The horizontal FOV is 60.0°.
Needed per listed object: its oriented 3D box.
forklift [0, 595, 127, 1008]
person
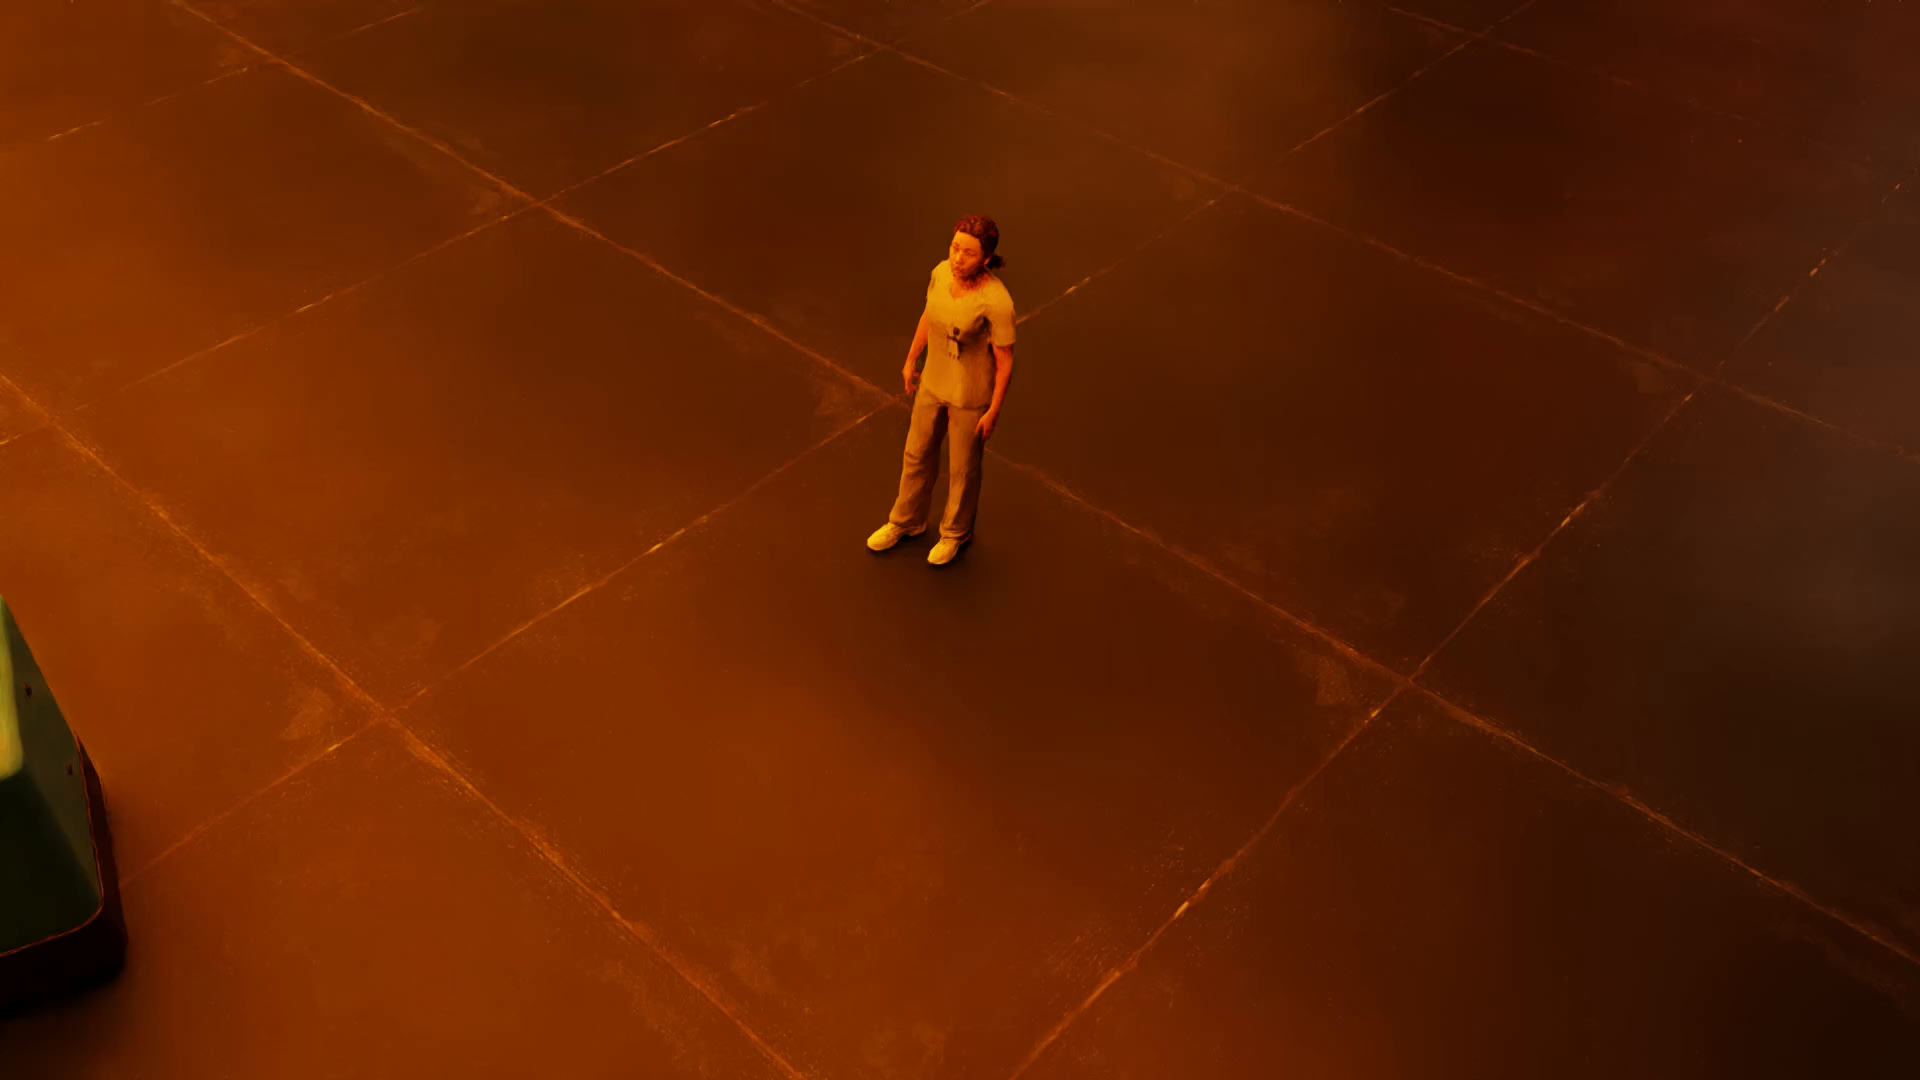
[{"bbox_3d":[-4.502,0.574,4.759,3.031,2.935,1.130,-19,44,-21],"label":"forklift"},{"bbox_3d":[-0.060,-0.612,7.095,0.550,1.674,0.548,31,49,31],"label":"person"}]
